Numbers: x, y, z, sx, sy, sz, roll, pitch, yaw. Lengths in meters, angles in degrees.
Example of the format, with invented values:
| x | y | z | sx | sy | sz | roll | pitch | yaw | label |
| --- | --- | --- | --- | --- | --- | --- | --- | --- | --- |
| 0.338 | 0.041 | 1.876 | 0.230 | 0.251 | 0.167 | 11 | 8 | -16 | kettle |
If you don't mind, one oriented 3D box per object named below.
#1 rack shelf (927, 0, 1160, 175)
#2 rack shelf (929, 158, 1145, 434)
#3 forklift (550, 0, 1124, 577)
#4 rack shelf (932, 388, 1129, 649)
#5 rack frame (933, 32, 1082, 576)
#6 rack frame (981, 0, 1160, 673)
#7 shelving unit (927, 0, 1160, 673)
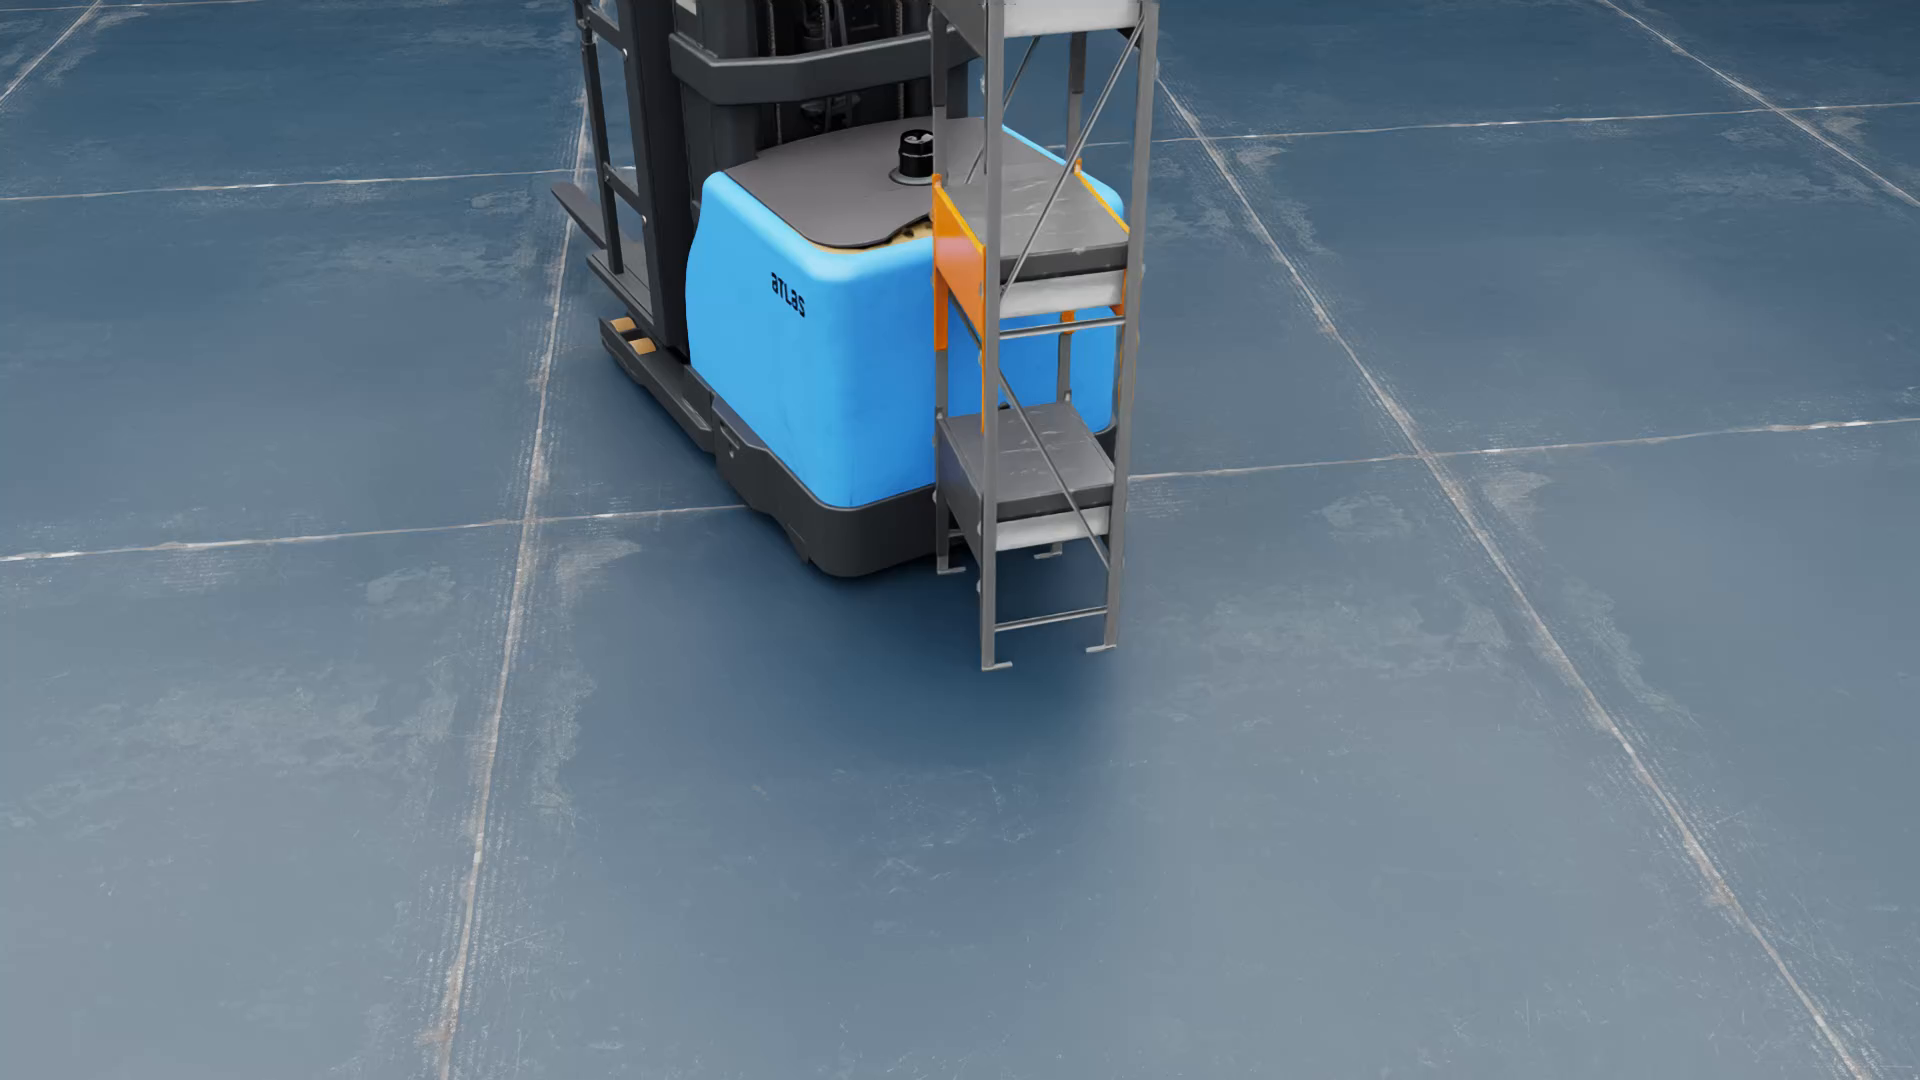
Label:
| x | y | z | sx | sy | sz | roll | pitch | yaw | label |
| --- | --- | --- | --- | --- | --- | --- | --- | --- | --- |
| 0.190 | -1.226 | 3.966 | 0.431 | 0.518 | 0.480 | -9 | 35 | -13 | rack shelf |
| 0.190 | -0.648 | 4.360 | 0.431 | 0.518 | 0.480 | -9 | 35 | -13 | rack shelf |
| -0.686 | -1.902 | 5.438 | 1.130 | 2.935 | 3.031 | -18 | 38 | -25 | forklift |
| 0.190 | -0.069 | 4.754 | 0.431 | 0.518 | 0.480 | -9 | 35 | -13 | rack shelf |
| 0.124 | -0.791 | 4.546 | 0.400 | 2.100 | 0.015 | -9 | 35 | -13 | rack frame |
| 0.255 | -0.526 | 4.158 | 0.400 | 2.100 | 0.015 | -9 | 35 | -13 | rack frame |
| 0.190 | -0.659 | 4.352 | 0.431 | 2.100 | 0.503 | -9 | 35 | -13 | shelving unit |
